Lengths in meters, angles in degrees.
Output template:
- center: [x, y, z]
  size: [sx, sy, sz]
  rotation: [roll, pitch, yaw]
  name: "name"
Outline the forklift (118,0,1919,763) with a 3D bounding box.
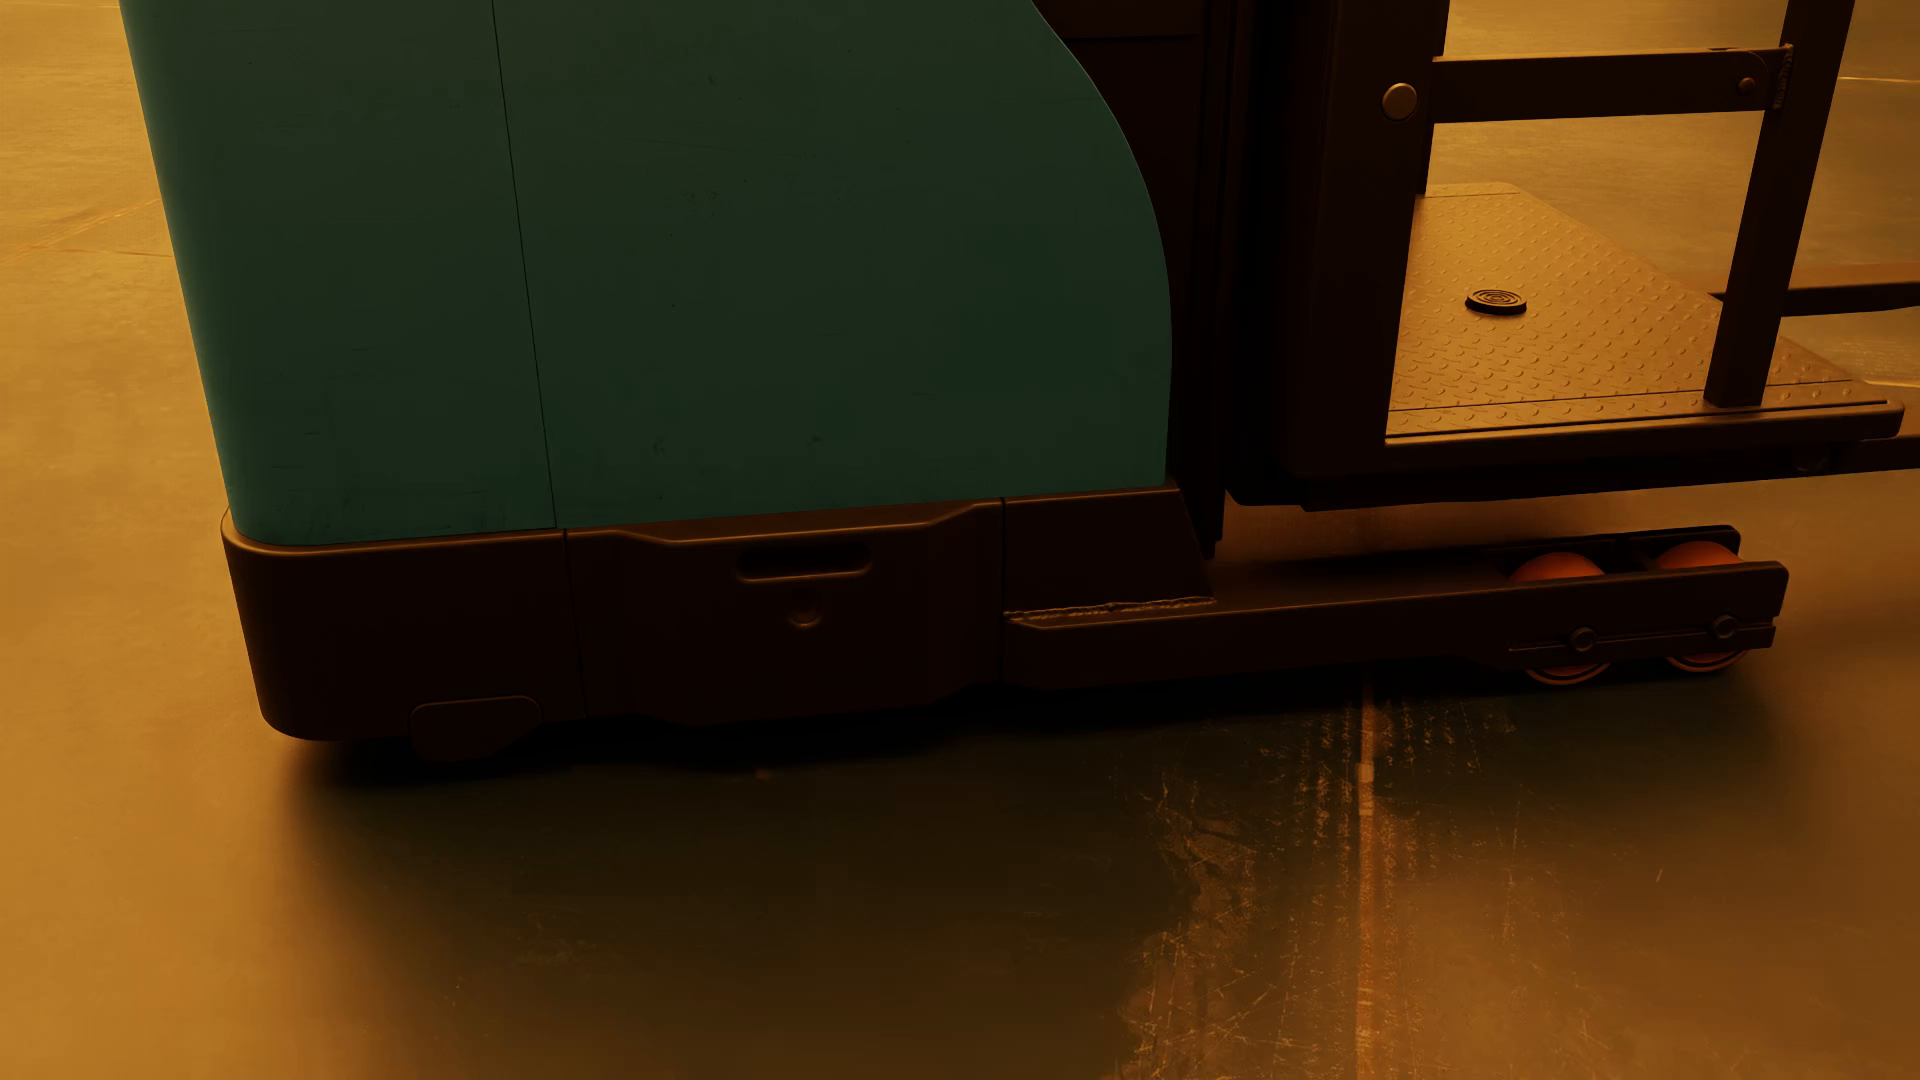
- center: [0.600, -1.354, 1.930]
  size: [3.031, 2.935, 1.130]
  rotation: [-4, 27, -9]
  name: "forklift"
